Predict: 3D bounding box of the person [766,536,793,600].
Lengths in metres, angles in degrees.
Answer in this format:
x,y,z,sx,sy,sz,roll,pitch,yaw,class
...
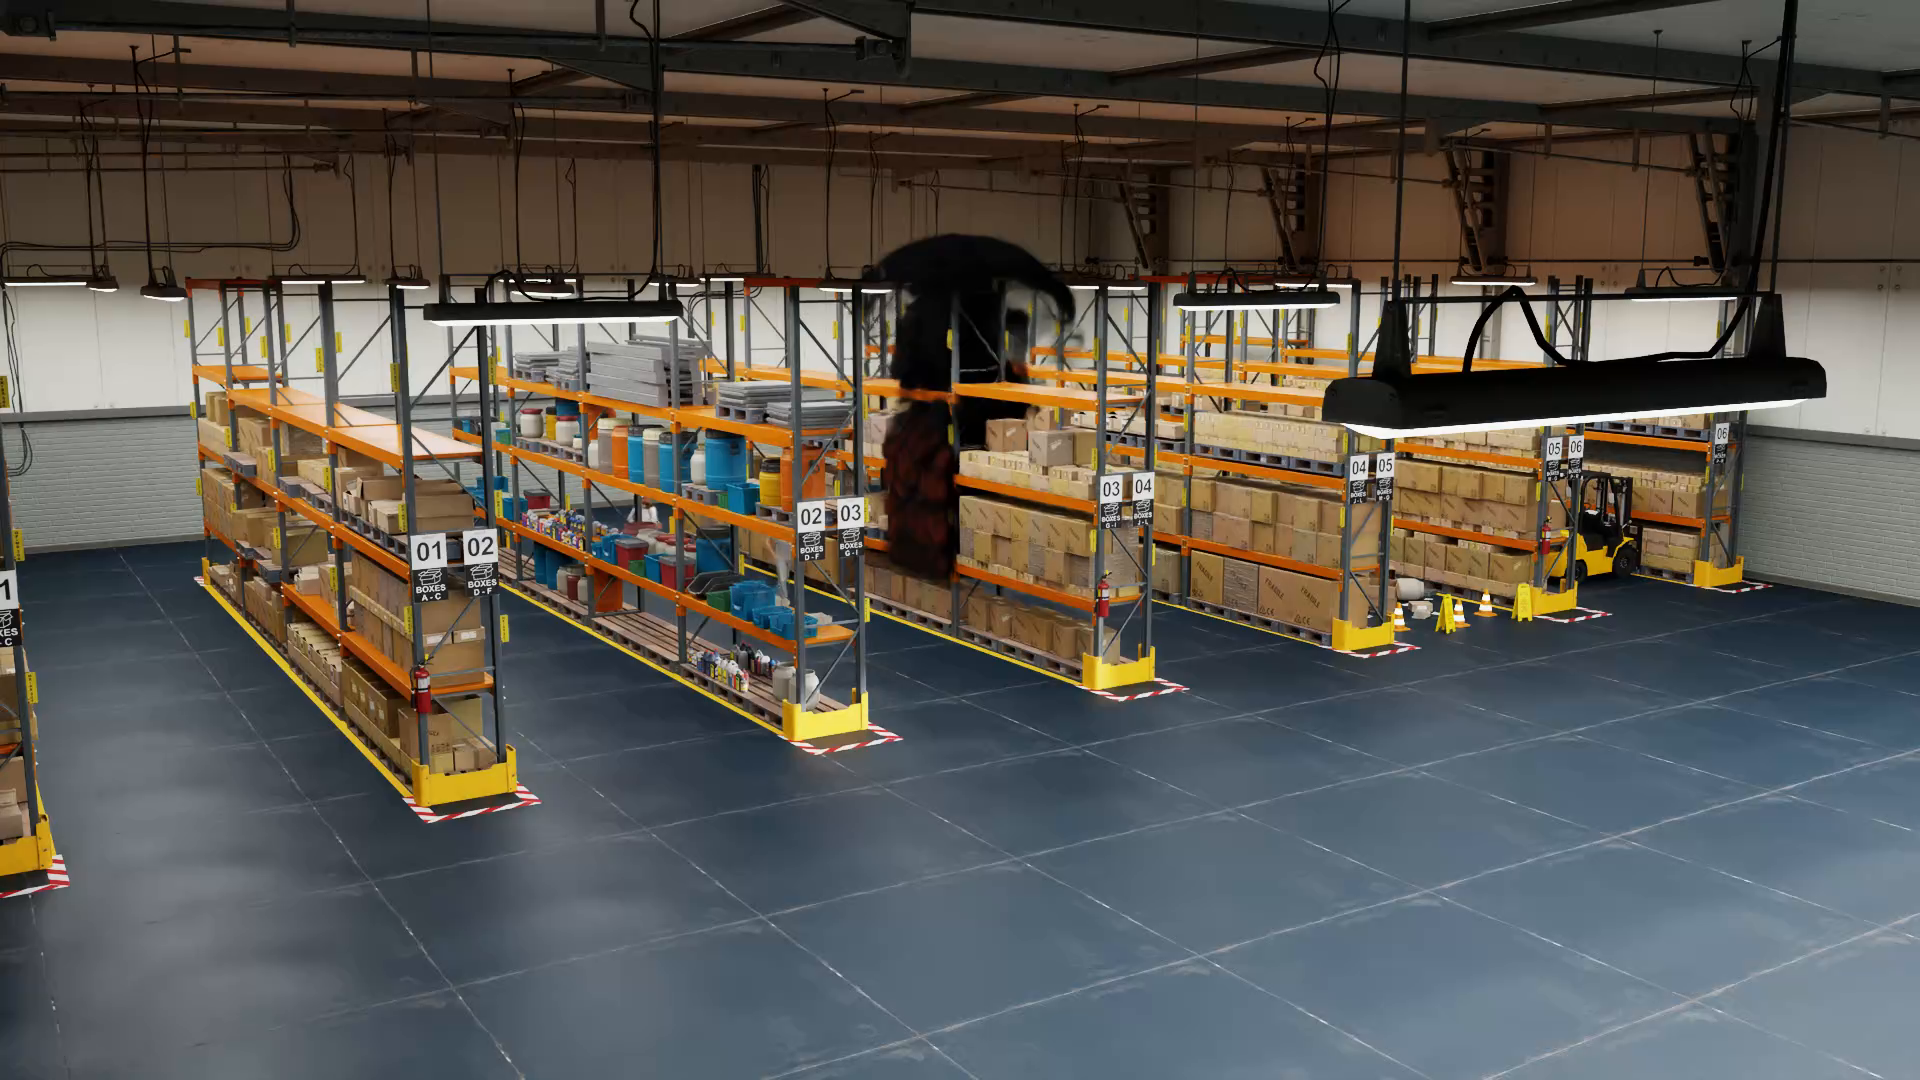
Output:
x,y,z,sx,sy,sz,roll,pitch,yaw,class
-3.097,0.371,29.113,0.582,1.738,0.730,-6,11,-30,person

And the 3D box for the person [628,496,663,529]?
x,y,z,sx,sy,sz,roll,pitch,yaw,class
-6.289,-0.131,33.501,0.628,1.729,0.633,9,13,43,person
